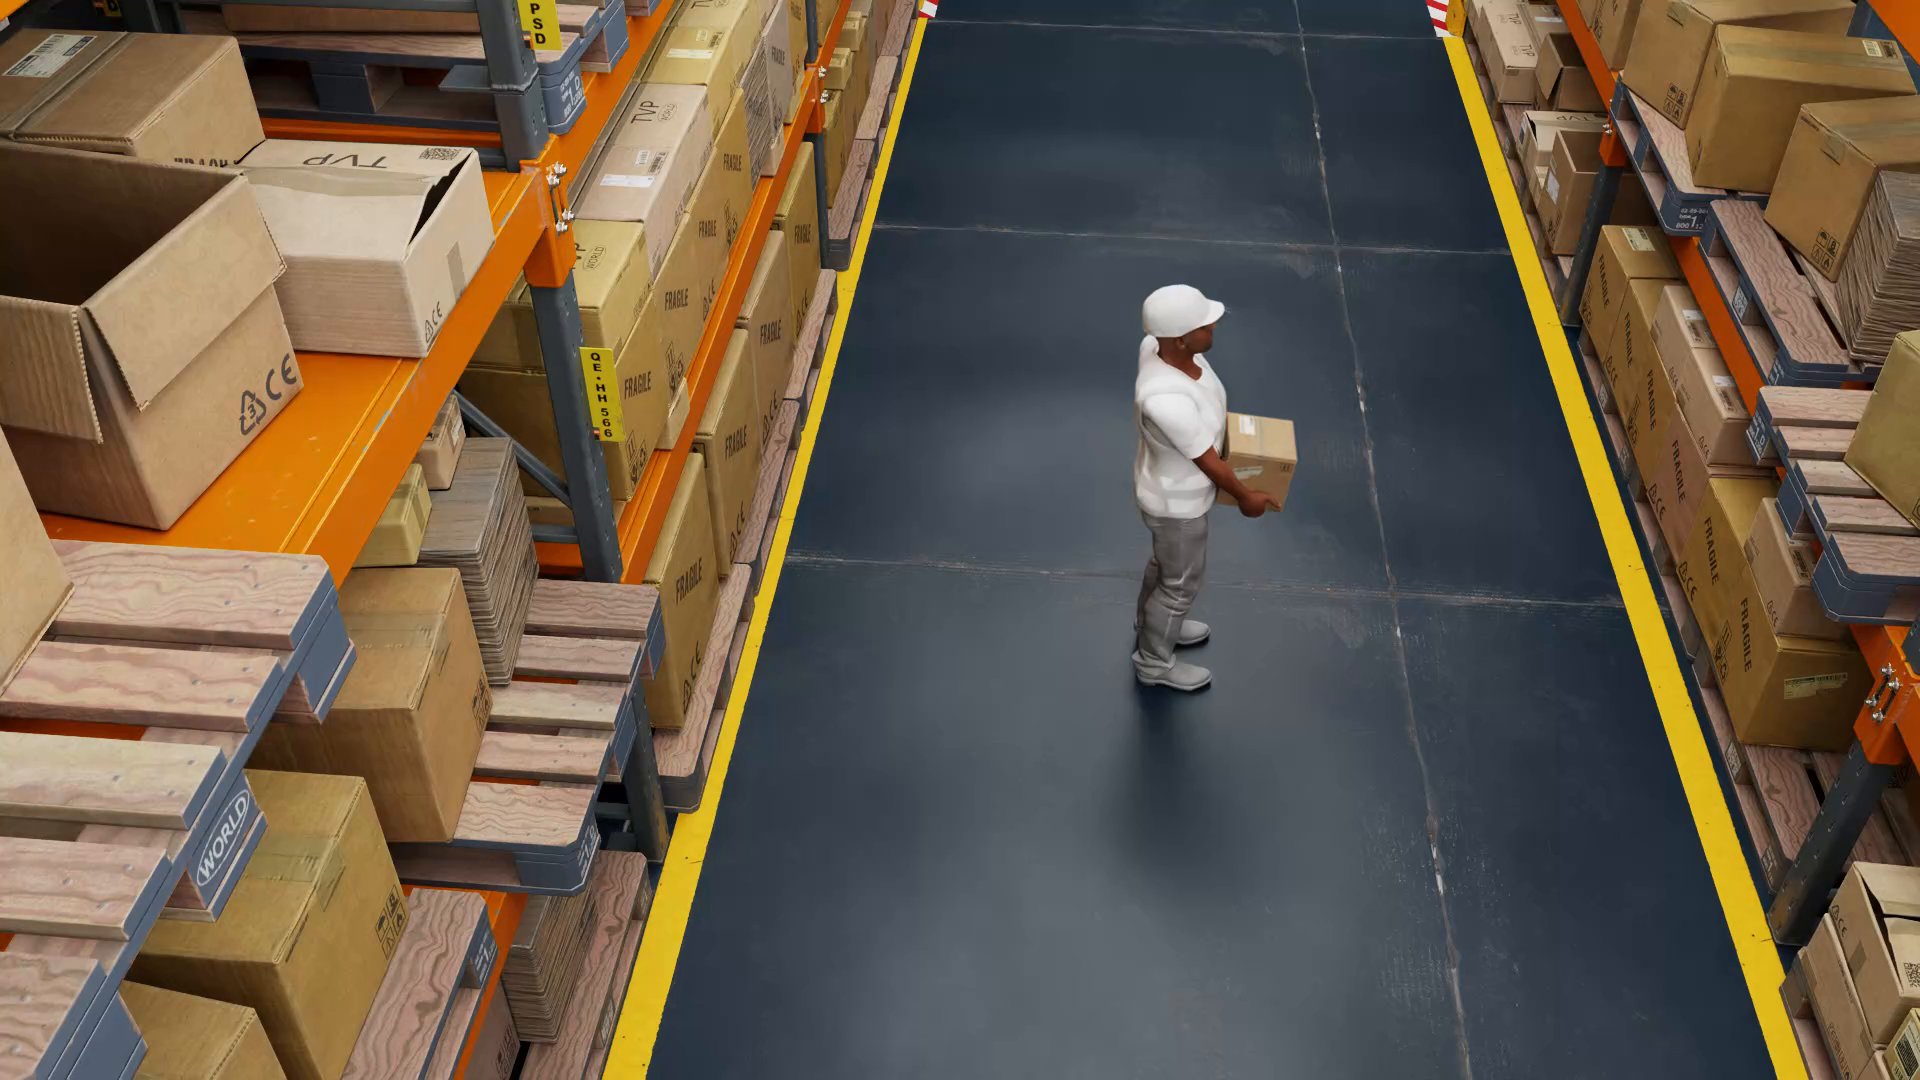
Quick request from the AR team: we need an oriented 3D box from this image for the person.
[{"bbox_3d":[0.924,-0.194,6.374,0.577,1.762,0.505,3,40,4],"label":"person"}]
